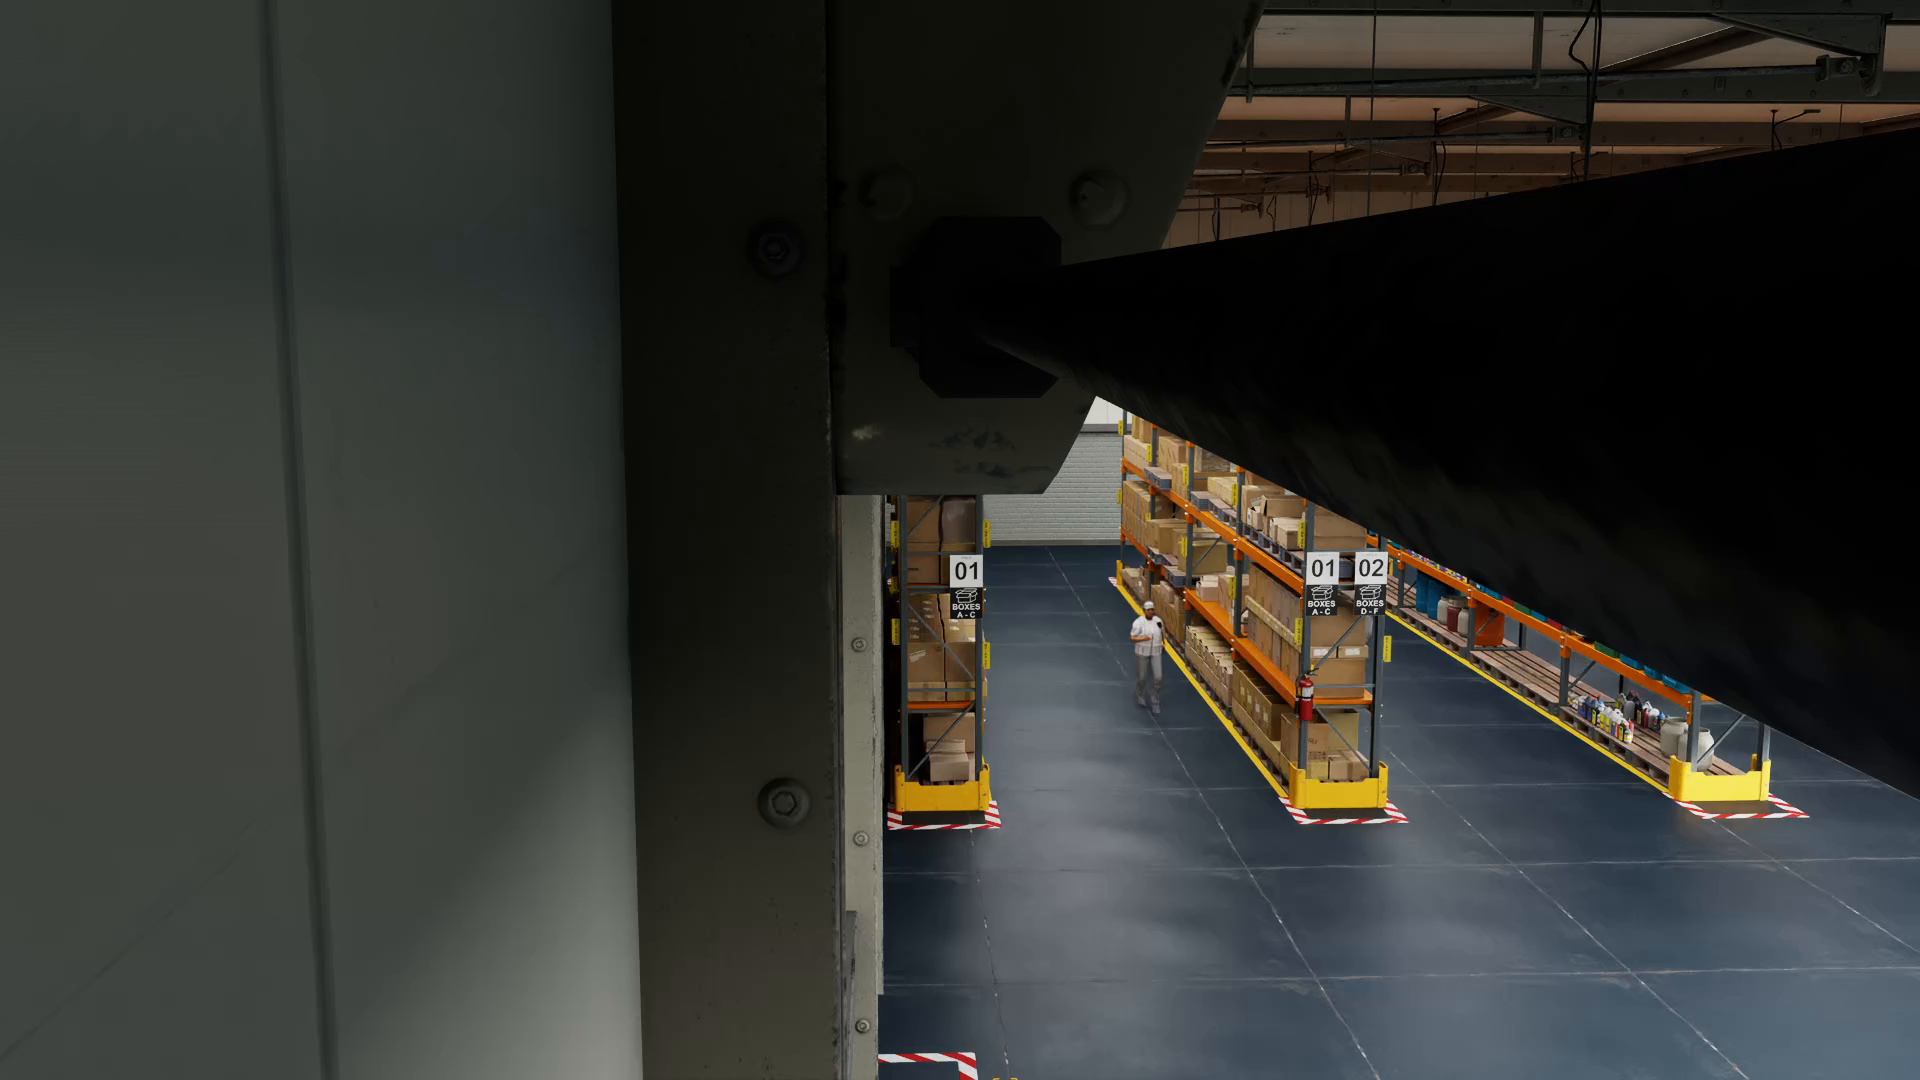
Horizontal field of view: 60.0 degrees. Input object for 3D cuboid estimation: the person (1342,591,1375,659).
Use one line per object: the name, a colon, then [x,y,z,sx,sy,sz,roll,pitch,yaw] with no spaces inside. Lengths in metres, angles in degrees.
person: [7.028,1.211,28.957,0.658,1.739,0.591,-3,9,-18]

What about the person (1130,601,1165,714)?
person: [2.877,1.782,25.383,0.585,1.719,0.708,-1,8,-5]
